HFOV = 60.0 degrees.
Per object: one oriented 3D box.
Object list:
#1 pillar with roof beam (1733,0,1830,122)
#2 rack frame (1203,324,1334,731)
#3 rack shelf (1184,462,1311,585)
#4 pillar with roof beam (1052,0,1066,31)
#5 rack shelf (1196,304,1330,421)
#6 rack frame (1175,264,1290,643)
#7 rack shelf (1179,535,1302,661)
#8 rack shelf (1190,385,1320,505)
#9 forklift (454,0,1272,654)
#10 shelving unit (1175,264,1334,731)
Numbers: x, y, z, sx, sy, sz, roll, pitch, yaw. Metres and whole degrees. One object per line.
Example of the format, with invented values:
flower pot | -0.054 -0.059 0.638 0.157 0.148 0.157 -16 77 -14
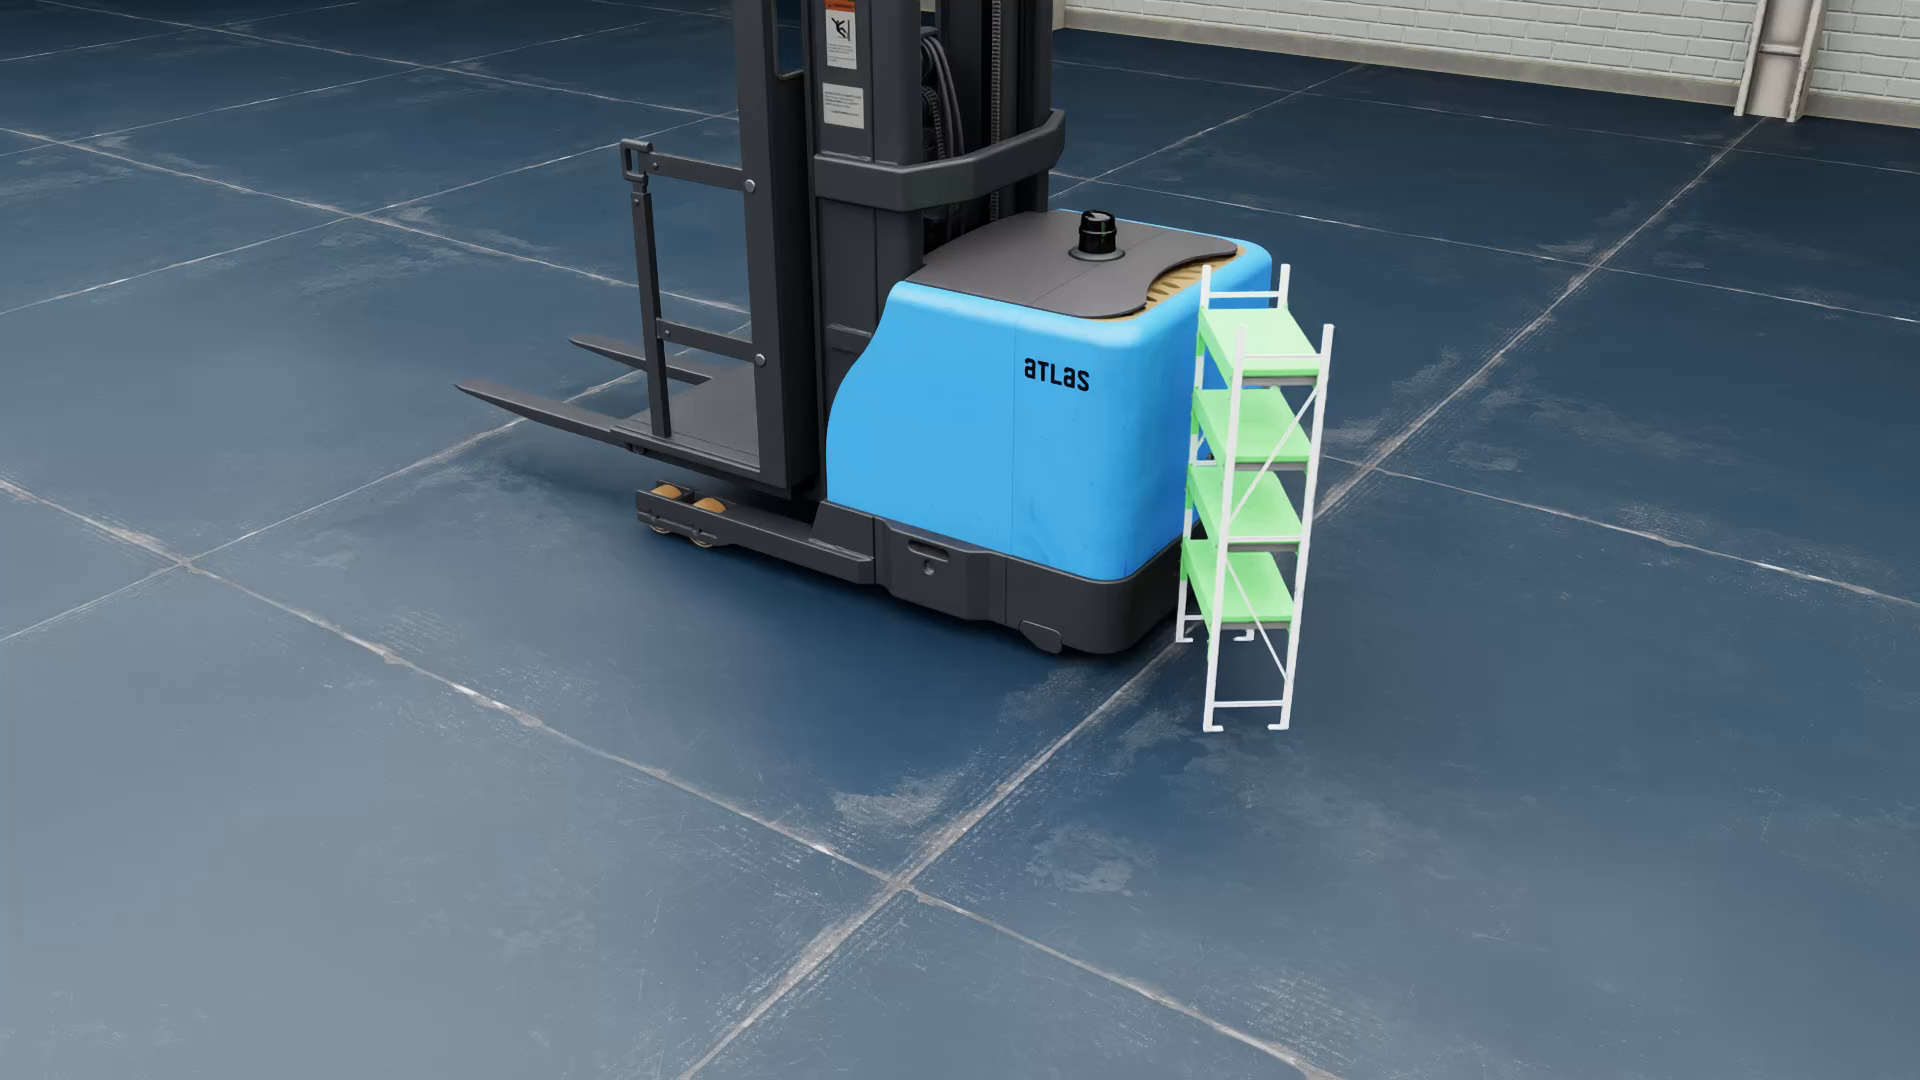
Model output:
pillar with roof beam | 3.187 -5.361 6.363 0.400 9.000 9.100 17 32 30
rack frame | 0.810 0.000 4.427 0.240 1.200 0.015 -1 27 -2
rack shelf | 0.799 -0.055 4.673 0.258 0.148 0.480 -1 27 -2
pillar with roof beam | -1.759 -6.902 9.390 0.400 9.000 9.100 17 32 30
rack shelf | 0.801 -0.482 4.454 0.258 0.148 0.480 -1 27 -2
rack frame | 0.788 -0.223 4.860 0.240 1.200 0.015 -1 27 -2
rack shelf | 0.798 0.159 4.782 0.258 0.148 0.480 -1 27 -2
rack shelf | 0.800 -0.268 4.563 0.258 0.148 0.480 -1 27 -2
forklift | -0.519 -1.462 5.391 3.031 2.935 1.130 17 31 29
shelving unit | 0.799 -0.112 4.644 0.258 1.200 0.503 -1 27 -2
